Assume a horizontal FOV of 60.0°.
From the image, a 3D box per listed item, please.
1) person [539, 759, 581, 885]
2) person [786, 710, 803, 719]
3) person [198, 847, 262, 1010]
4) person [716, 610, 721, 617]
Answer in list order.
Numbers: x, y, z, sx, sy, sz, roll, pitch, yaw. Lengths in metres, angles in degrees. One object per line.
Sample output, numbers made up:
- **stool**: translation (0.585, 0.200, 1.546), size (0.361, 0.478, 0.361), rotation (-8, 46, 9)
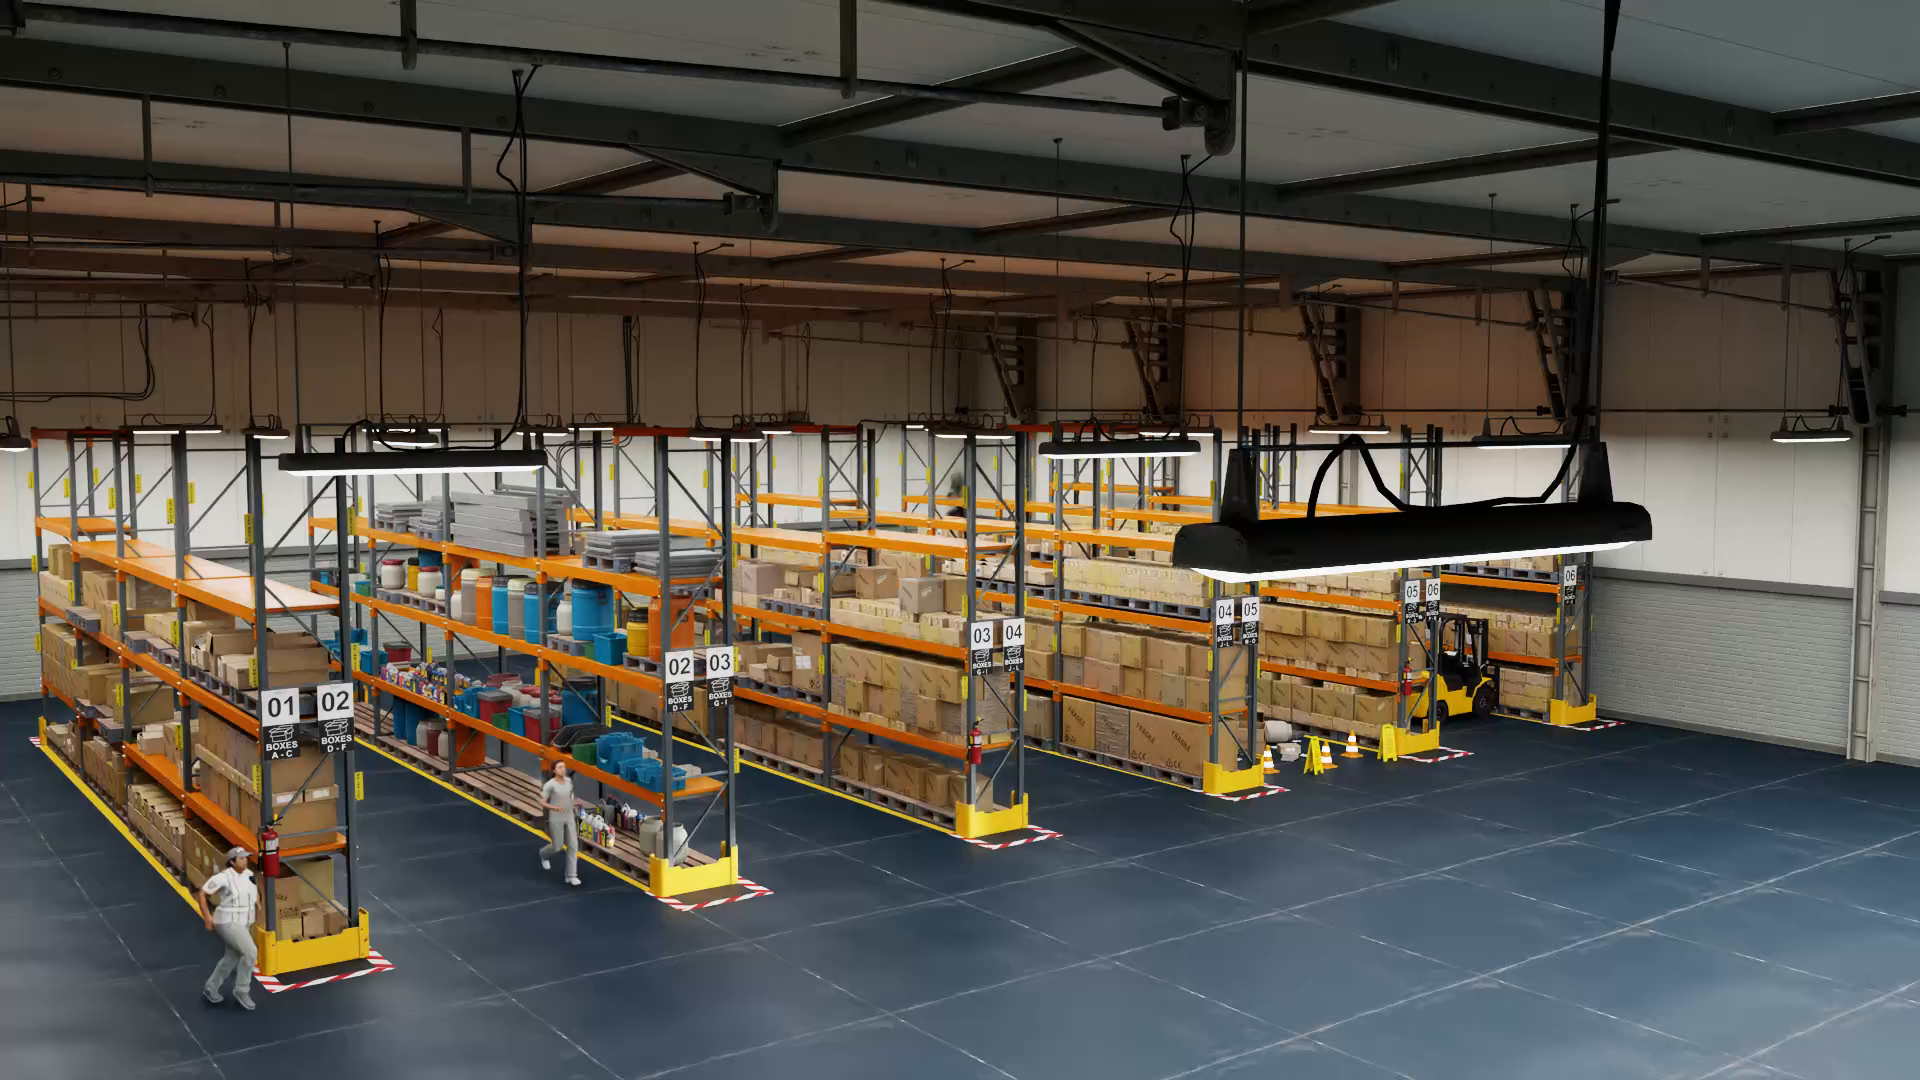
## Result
- **person**: translation (-5.342, 3.745, 22.266), size (0.571, 1.637, 0.897), rotation (-4, 6, -43)
- **person**: translation (-3.254, 2.902, 32.718), size (0.691, 1.718, 0.583), rotation (-4, 6, -41)
- **person**: translation (-7.720, 4.111, 17.774), size (0.684, 1.649, 0.597), rotation (1, 5, 14)
- **person**: translation (-5.679, 2.458, 38.492), size (0.716, 1.741, 0.742), rotation (-3, 5, -33)
